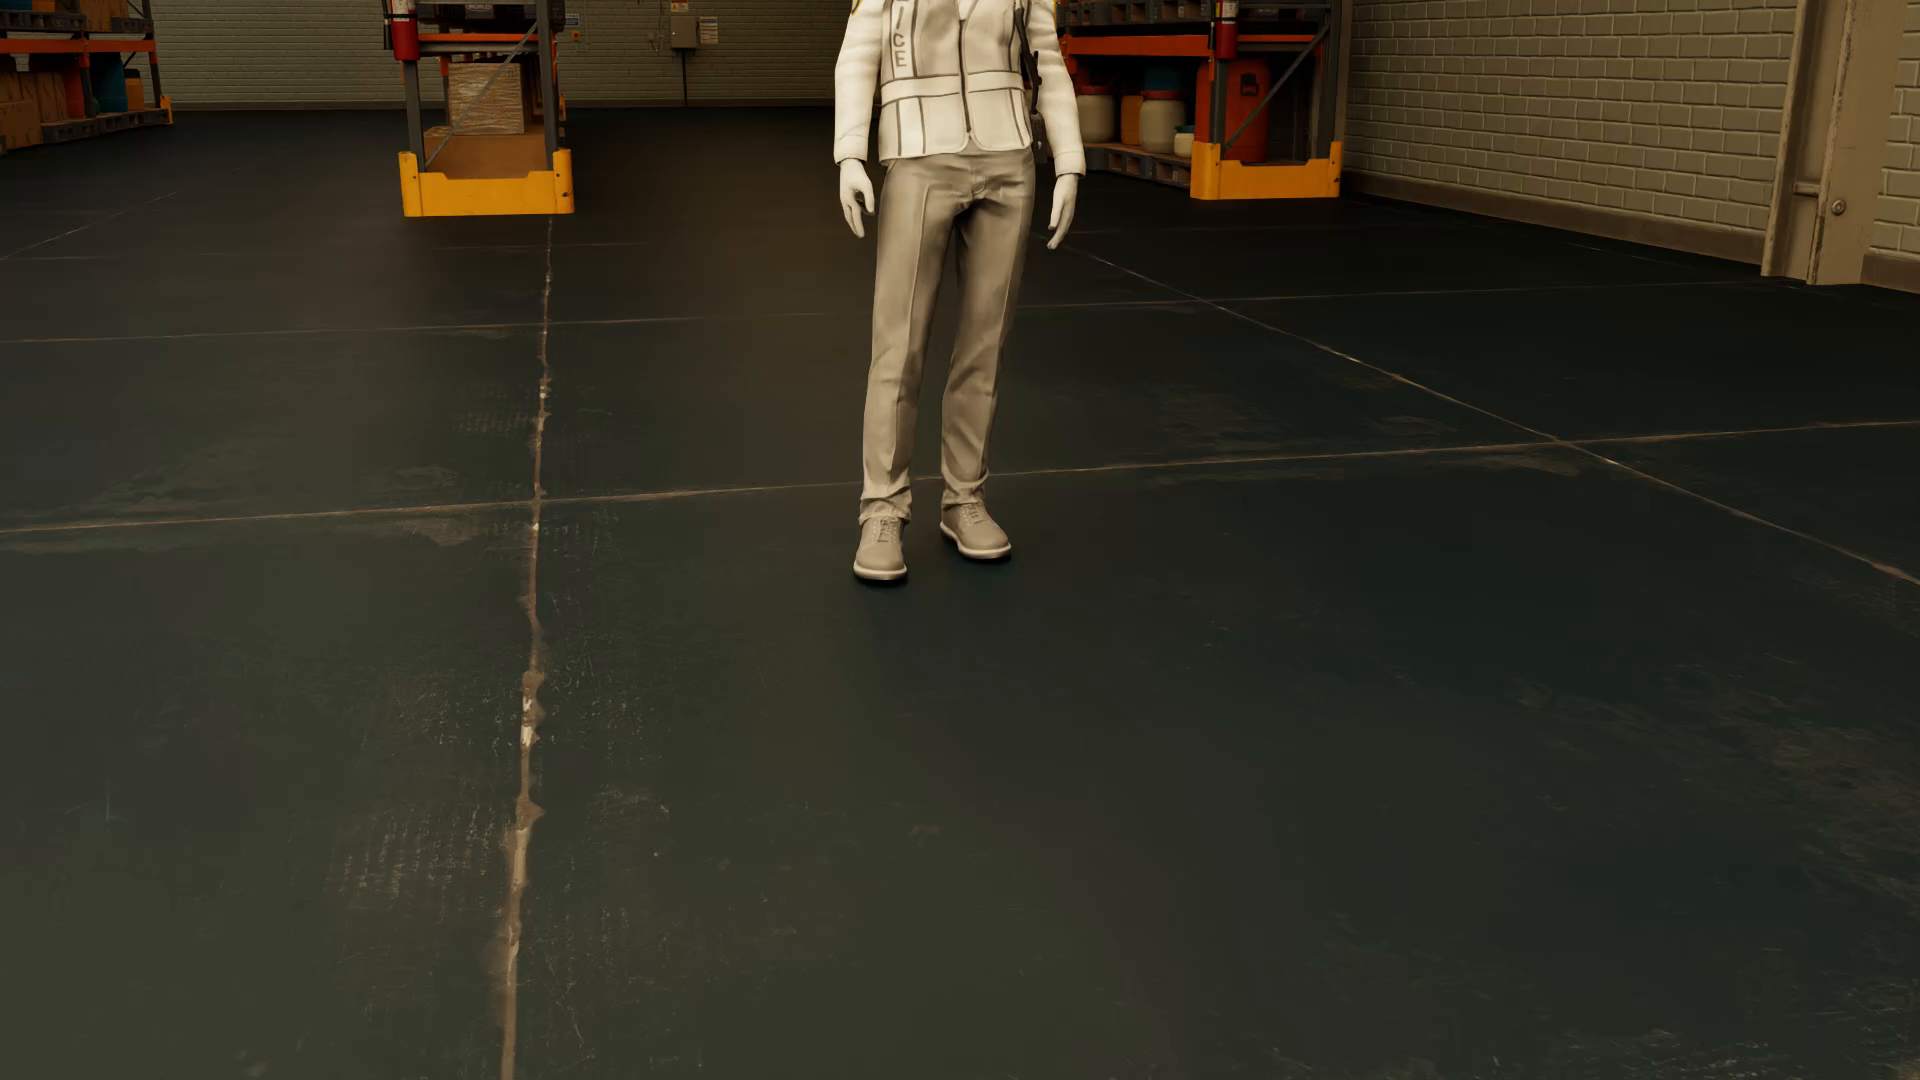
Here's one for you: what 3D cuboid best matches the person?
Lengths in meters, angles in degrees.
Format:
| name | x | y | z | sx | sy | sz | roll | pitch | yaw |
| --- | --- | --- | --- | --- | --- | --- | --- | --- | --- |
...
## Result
| name | x | y | z | sx | sy | sz | roll | pitch | yaw |
| --- | --- | --- | --- | --- | --- | --- | --- | --- | --- |
| person | 0.009 | -0.800 | 3.708 | 0.588 | 1.696 | 0.533 | -4 | 17 | -12 |
